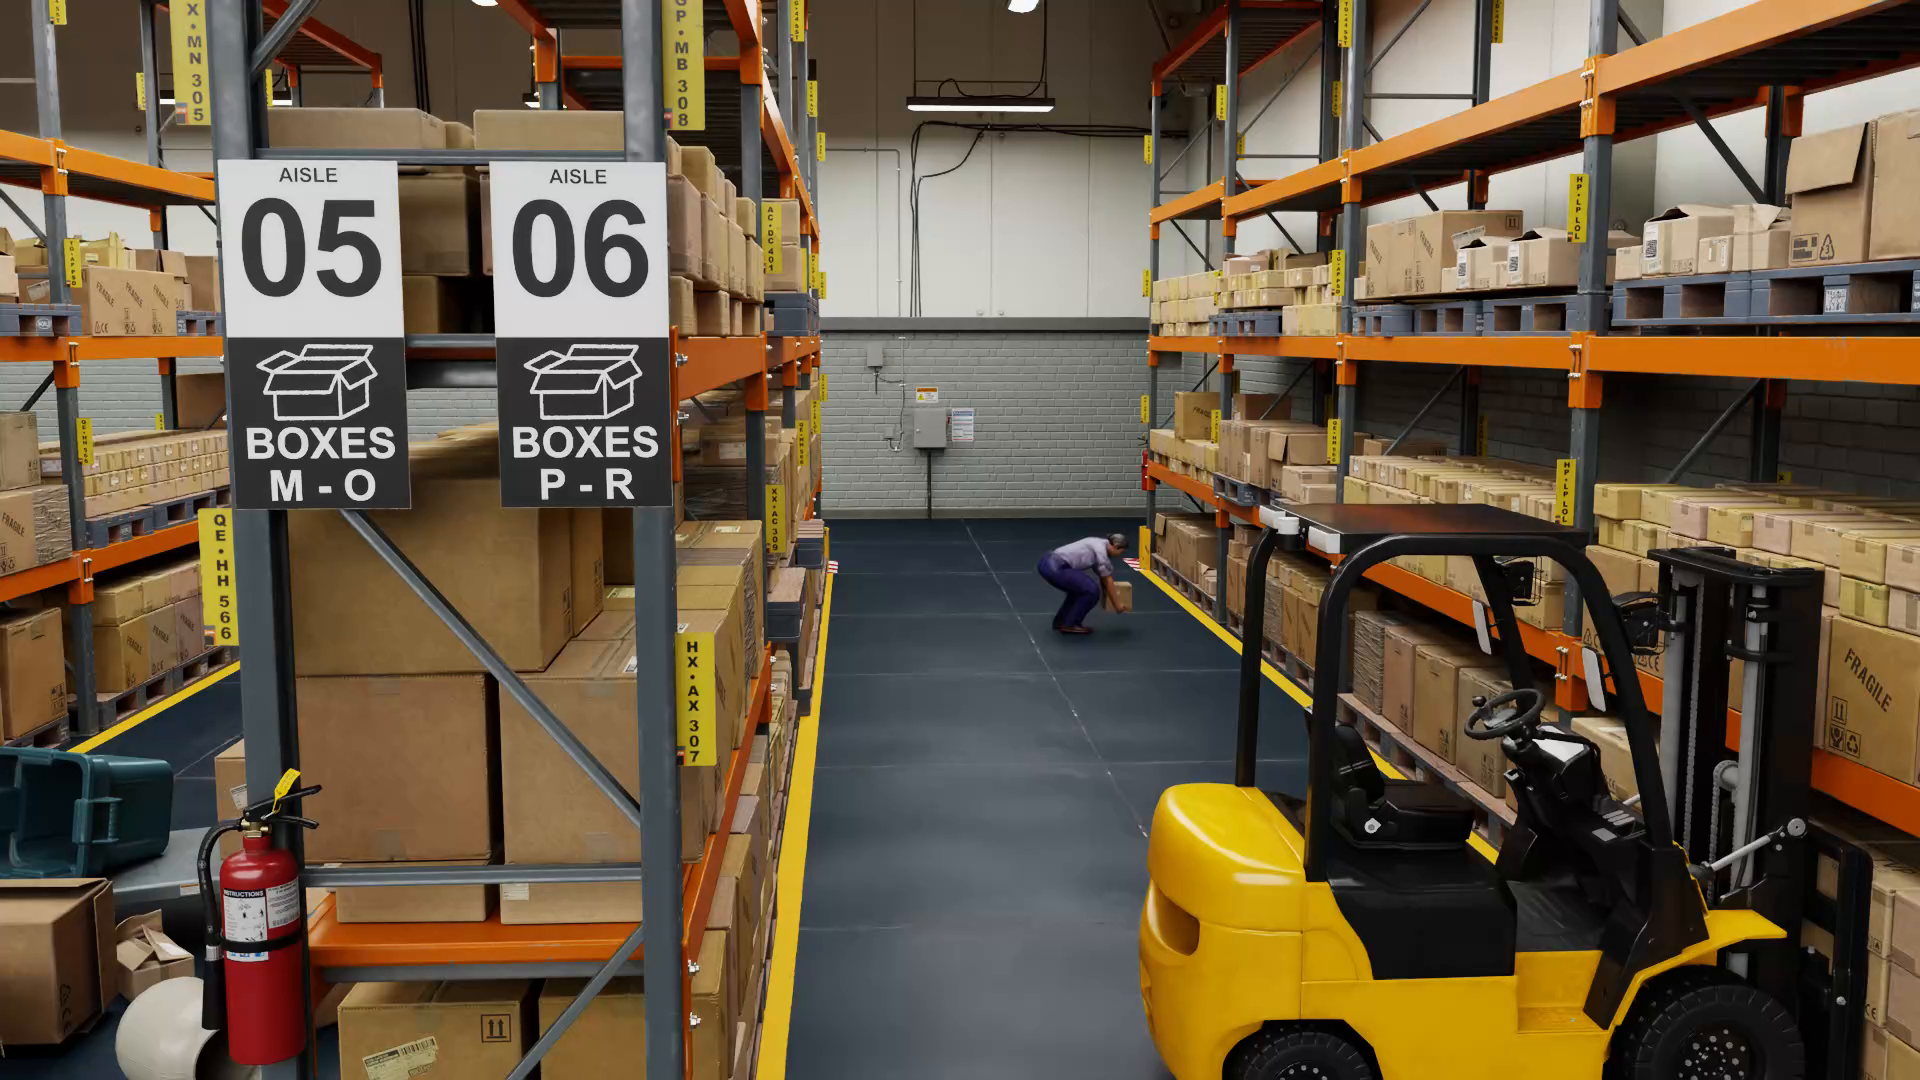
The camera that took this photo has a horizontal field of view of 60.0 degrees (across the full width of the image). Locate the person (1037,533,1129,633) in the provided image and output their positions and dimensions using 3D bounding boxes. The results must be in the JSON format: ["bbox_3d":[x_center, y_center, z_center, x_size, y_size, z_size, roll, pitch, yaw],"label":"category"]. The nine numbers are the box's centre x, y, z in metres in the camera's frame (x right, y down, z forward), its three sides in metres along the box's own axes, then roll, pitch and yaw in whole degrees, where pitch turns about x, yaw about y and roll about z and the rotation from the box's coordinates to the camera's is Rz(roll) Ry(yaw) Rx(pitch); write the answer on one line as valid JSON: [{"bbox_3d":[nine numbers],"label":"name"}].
[{"bbox_3d":[1.180,0.405,15.931,0.874,0.944,0.515,-1,7,-6],"label":"person"}]
